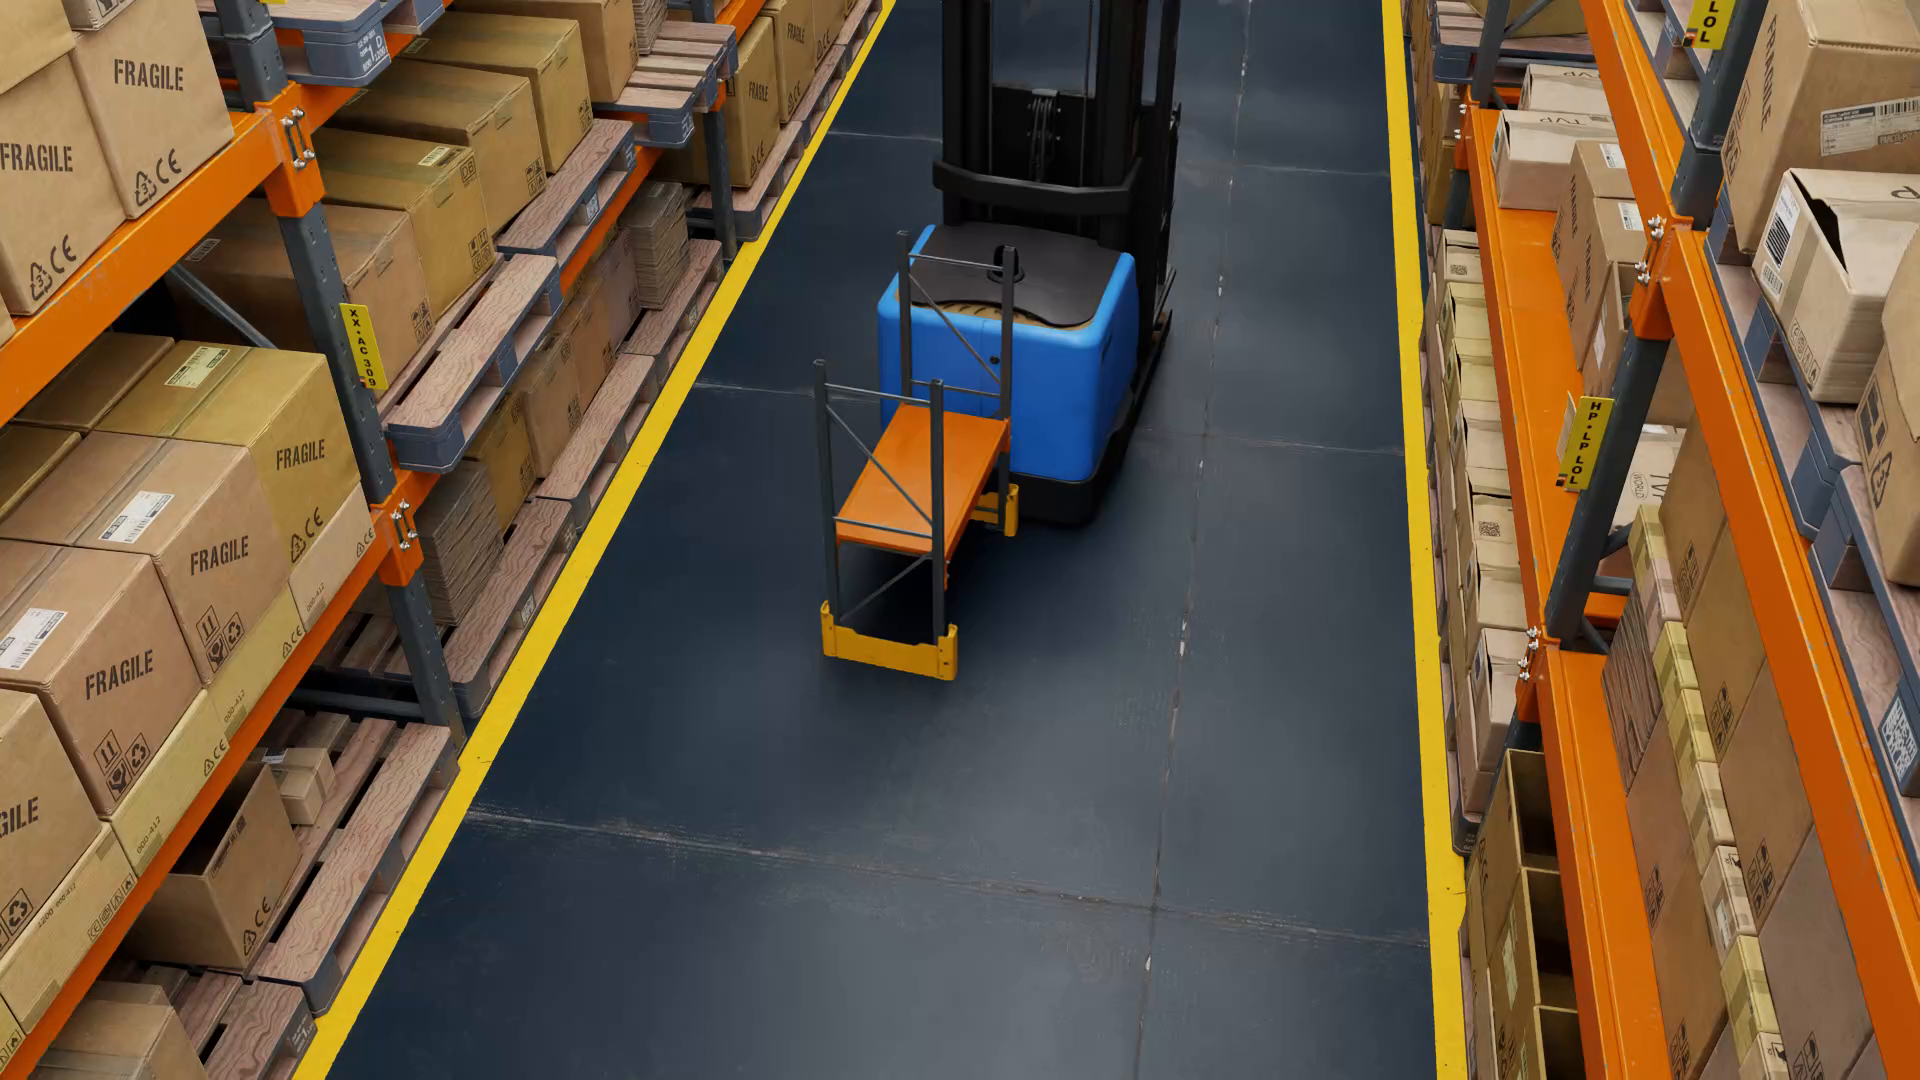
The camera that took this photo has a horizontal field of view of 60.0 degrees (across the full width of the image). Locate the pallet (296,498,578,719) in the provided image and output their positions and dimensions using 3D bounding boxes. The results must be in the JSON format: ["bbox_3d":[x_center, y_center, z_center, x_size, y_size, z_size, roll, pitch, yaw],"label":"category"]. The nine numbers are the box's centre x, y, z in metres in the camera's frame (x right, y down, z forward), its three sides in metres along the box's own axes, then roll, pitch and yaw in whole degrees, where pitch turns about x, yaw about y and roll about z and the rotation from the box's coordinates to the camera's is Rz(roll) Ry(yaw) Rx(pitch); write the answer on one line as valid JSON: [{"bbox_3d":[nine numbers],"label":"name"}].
[{"bbox_3d":[-2.371,0.229,7.308,1.003,0.211,1.213,6,40,8],"label":"pallet"}]

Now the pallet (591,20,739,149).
[{"bbox_3d":[-1.831,-2.335,8.370,1.213,0.211,1.003,6,40,8],"label":"pallet"}]

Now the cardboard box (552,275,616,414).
[{"bbox_3d":[-2.147,-0.991,8.211,0.700,0.500,0.500,6,40,7],"label":"cardboard box"}]

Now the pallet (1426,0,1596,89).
[{"bbox_3d":[3.116,-2.683,8.792,1.213,0.211,1.003,6,40,8],"label":"pallet"}]

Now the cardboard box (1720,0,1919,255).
[{"bbox_3d":[2.028,-0.937,3.657,0.500,0.500,0.500,10,41,11],"label":"cardboard box"}]

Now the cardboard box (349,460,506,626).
[{"bbox_3d":[-2.393,-0.027,7.045,0.700,0.500,0.500,8,40,9],"label":"cardboard box"}]

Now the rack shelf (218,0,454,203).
[{"bbox_3d":[-2.158,-2.491,6.620,1.077,0.370,4.000,6,40,8],"label":"rack shelf"}]

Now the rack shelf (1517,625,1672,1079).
[{"bbox_3d":[2.029,1.719,3.881,1.077,0.370,4.000,6,40,8],"label":"rack shelf"}]

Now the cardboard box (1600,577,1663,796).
[{"bbox_3d":[2.305,0.427,4.801,0.700,0.500,0.500,5,40,7],"label":"cardboard box"}]

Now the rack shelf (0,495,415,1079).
[{"bbox_3d":[-2.850,1.175,4.539,1.077,0.370,4.000,6,40,8],"label":"rack shelf"}]

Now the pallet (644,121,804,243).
[{"bbox_3d":[-1.601,-2.279,10.341,1.003,0.211,1.213,6,40,8],"label":"pallet"}]

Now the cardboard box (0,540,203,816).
[{"bbox_3d":[-2.460,0.363,4.470,0.500,0.500,0.500,5,40,6],"label":"cardboard box"}]

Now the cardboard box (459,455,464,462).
[{"bbox_3d":[-2.321,-0.593,7.141,0.500,0.250,0.500,6,40,7],"label":"cardboard box"}]

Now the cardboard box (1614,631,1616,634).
[{"bbox_3d":[2.784,0.323,6.394,0.500,0.311,0.500,6,40,7],"label":"cardboard box"}]

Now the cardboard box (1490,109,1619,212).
[{"bbox_3d":[2.722,-1.750,7.582,0.500,0.311,0.500,6,40,7],"label":"cardboard box"}]

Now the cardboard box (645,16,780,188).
[{"bbox_3d":[-1.556,-2.648,9.956,0.750,0.750,0.750,6,40,7],"label":"cardboard box"}]

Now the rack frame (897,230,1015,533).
[{"bbox_3d":[-0.017,-0.666,7.378,0.500,1.500,0.032,11,41,13],"label":"rack frame"}]

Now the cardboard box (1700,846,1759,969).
[{"bbox_3d":[1.919,0.854,3.775,0.380,0.149,0.250,5,40,6],"label":"cardboard box"}]

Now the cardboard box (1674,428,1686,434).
[{"bbox_3d":[2.730,-0.250,5.896,0.380,0.149,0.250,6,40,8],"label":"cardboard box"}]

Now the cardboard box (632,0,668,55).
[{"bbox_3d":[-1.884,-2.780,8.334,0.700,0.500,0.500,2,40,2],"label":"cardboard box"}]

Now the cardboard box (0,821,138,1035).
[{"bbox_3d":[-2.540,0.968,4.327,0.500,0.250,0.500,7,40,8],"label":"cardboard box"}]

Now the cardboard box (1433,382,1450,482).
[{"bbox_3d":[2.517,-0.487,7.813,0.500,0.250,0.500,5,40,6],"label":"cardboard box"}]

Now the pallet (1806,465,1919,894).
[{"bbox_3d":[2.040,0.366,2.669,1.003,0.211,1.213,6,40,8],"label":"pallet"}]

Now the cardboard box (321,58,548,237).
[{"bbox_3d":[-2.196,-1.648,6.965,0.700,0.500,0.500,12,41,14],"label":"cardboard box"}]

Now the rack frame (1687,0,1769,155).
[{"bbox_3d":[2.375,-2.126,3.259,1.000,3.000,0.127,6,40,8],"label":"rack frame"}]

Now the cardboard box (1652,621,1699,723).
[{"bbox_3d":[2.052,0.365,4.367,0.380,0.149,0.250,5,40,7],"label":"cardboard box"}]

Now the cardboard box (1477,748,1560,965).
[{"bbox_3d":[1.987,1.052,5.363,0.500,0.500,0.500,6,40,8],"label":"cardboard box"}]

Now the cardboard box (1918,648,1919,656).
[{"bbox_3d":[1.719,0.259,2.360,0.500,0.311,0.500,11,41,13],"label":"cardboard box"}]

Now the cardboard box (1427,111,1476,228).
[{"bbox_3d":[2.998,-2.143,9.604,0.500,0.500,0.500,8,40,9],"label":"cardboard box"}]

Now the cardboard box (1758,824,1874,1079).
[{"bbox_3d":[2.044,0.872,3.245,0.700,0.500,0.500,6,40,8],"label":"cardboard box"}]

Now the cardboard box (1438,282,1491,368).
[{"bbox_3d":[2.605,-1.015,8.012,0.500,0.311,0.500,5,40,7],"label":"cardboard box"}]

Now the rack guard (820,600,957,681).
[{"bbox_3d":[-0.300,0.425,7.039,0.587,0.250,0.087,11,41,13],"label":"rack guard"}]

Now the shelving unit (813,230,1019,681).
[{"bbox_3d":[-0.159,-0.361,7.009,0.587,1.500,1.083,11,41,13],"label":"shelving unit"}]

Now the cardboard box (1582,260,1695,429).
[{"bbox_3d":[2.615,-0.663,6.119,0.500,0.500,0.500,9,40,11],"label":"cardboard box"}]

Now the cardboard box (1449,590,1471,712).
[{"bbox_3d":[2.251,0.475,6.650,0.500,0.250,0.500,6,40,7],"label":"cardboard box"}]

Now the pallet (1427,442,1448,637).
[{"bbox_3d":[2.673,0.027,7.552,1.003,0.211,1.213,6,40,8],"label":"pallet"}]

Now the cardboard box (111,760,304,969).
[{"bbox_3d":[-2.645,1.092,5.691,0.500,0.500,0.500,4,40,4],"label":"cardboard box"}]

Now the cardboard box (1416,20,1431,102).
[{"bbox_3d":[3.261,-3.115,10.780,0.500,0.500,0.500,7,40,8],"label":"cardboard box"}]

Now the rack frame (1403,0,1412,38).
[{"bbox_3d":[3.760,-4.834,11.243,1.000,3.000,0.127,6,40,8],"label":"rack frame"}]

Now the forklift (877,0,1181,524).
[{"bbox_3d":[0.522,-2.151,8.052,1.130,2.935,3.031,11,41,13],"label":"forklift"}]

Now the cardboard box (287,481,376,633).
[{"bbox_3d":[-2.288,0.023,5.470,0.500,0.250,0.500,6,40,8],"label":"cardboard box"}]

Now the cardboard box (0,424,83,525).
[{"bbox_3d":[-2.885,0.000,4.910,0.500,0.500,0.500,6,40,7],"label":"cardboard box"}]

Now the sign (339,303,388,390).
[{"bbox_3d":[-1.969,-0.636,5.486,0.100,0.325,0.005,6,40,8],"label":"sign"}]

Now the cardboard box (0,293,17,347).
[{"bbox_3d":[-2.507,-0.548,3.610,0.500,0.500,0.500,5,40,6],"label":"cardboard box"}]

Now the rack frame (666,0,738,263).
[{"bbox_3d":[-1.812,-2.868,8.864,1.000,3.000,0.127,6,40,8],"label":"rack frame"}]

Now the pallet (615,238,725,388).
[{"bbox_3d":[-1.949,-1.303,9.160,1.003,0.211,1.213,6,40,8],"label":"pallet"}]

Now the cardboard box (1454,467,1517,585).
[{"bbox_3d":[2.336,-0.058,6.854,0.500,0.311,0.500,6,40,8],"label":"cardboard box"}]

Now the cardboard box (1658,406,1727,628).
[{"bbox_3d":[2.305,-0.073,4.387,0.700,0.500,0.500,7,40,8],"label":"cardboard box"}]

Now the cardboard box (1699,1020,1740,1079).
[{"bbox_3d":[2.042,1.395,3.630,0.700,0.500,0.500,8,40,9],"label":"cardboard box"}]

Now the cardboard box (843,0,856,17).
[{"bbox_3d":[-1.104,-4.289,11.941,0.750,0.750,0.750,7,40,8],"label":"cardboard box"}]

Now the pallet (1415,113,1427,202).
[{"bbox_3d":[3.447,-2.477,10.580,1.003,0.211,1.213,6,40,8],"label":"pallet"}]

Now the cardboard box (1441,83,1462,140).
[{"bbox_3d":[3.004,-2.468,9.409,0.500,0.250,0.500,8,40,9],"label":"cardboard box"}]
